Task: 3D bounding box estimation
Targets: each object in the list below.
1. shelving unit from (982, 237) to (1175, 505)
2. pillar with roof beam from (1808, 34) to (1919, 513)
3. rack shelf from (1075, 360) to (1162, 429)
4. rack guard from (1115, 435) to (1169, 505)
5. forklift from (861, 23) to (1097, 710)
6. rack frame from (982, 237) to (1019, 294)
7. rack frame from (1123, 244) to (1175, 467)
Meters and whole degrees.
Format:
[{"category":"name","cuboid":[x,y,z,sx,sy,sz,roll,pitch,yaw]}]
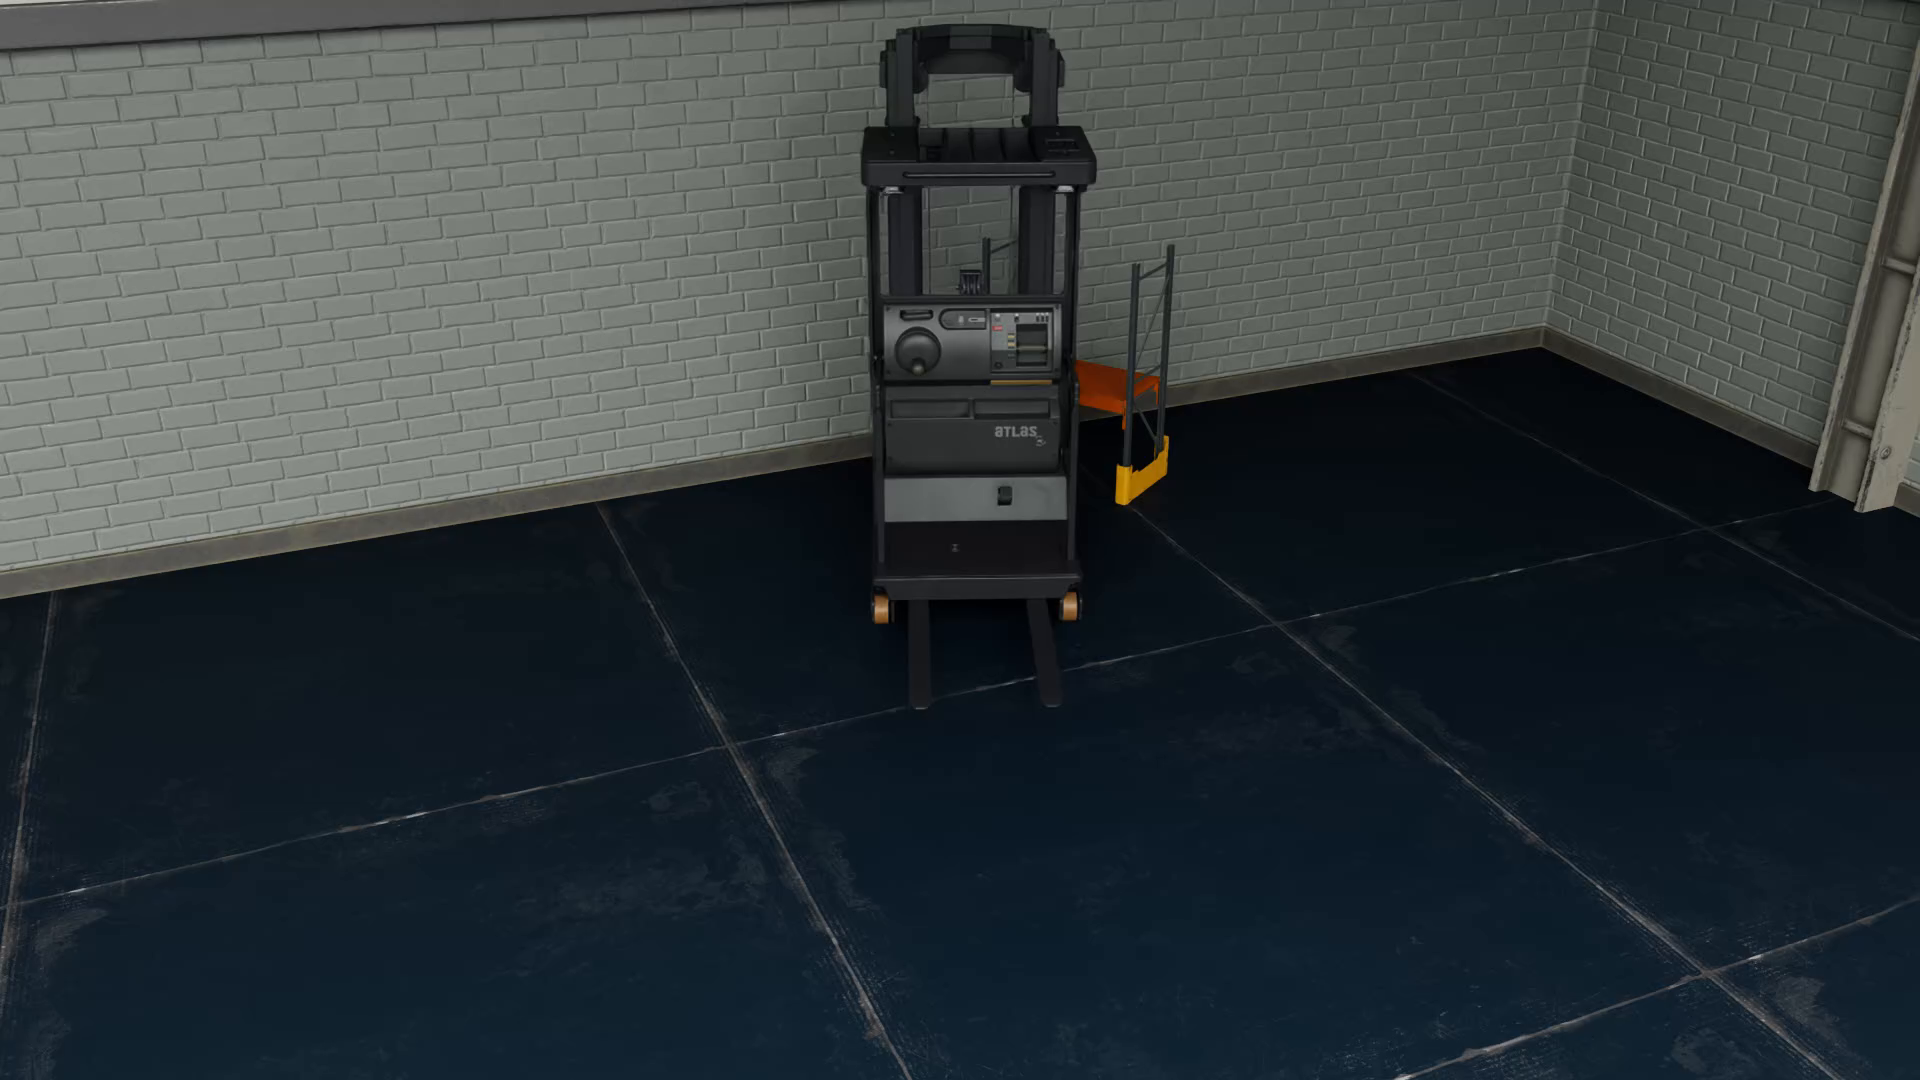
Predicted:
[{"category":"shelving unit","cuboid":[0.718,-1.121,10.337,1.083,1.500,0.587,16,30,29]},{"category":"pillar with roof beam","cuboid":[1.565,-3.575,6.815,9.100,9.000,0.400,-11,28,-21]},{"category":"rack shelf","cuboid":[0.711,-0.962,10.420,1.000,0.185,0.538,16,30,29]},{"category":"rack guard","cuboid":[1.138,-0.442,10.370,0.087,0.250,0.587,16,30,29]},{"category":"forklift","cuboid":[0.075,-1.009,8.477,1.130,2.935,3.031,-1,26,-2]},{"category":"rack frame","cuboid":[0.282,-1.243,10.587,0.032,1.500,0.500,16,30,29]},{"category":"rack frame","cuboid":[1.139,-1.003,10.096,0.032,1.500,0.500,16,30,29]}]
